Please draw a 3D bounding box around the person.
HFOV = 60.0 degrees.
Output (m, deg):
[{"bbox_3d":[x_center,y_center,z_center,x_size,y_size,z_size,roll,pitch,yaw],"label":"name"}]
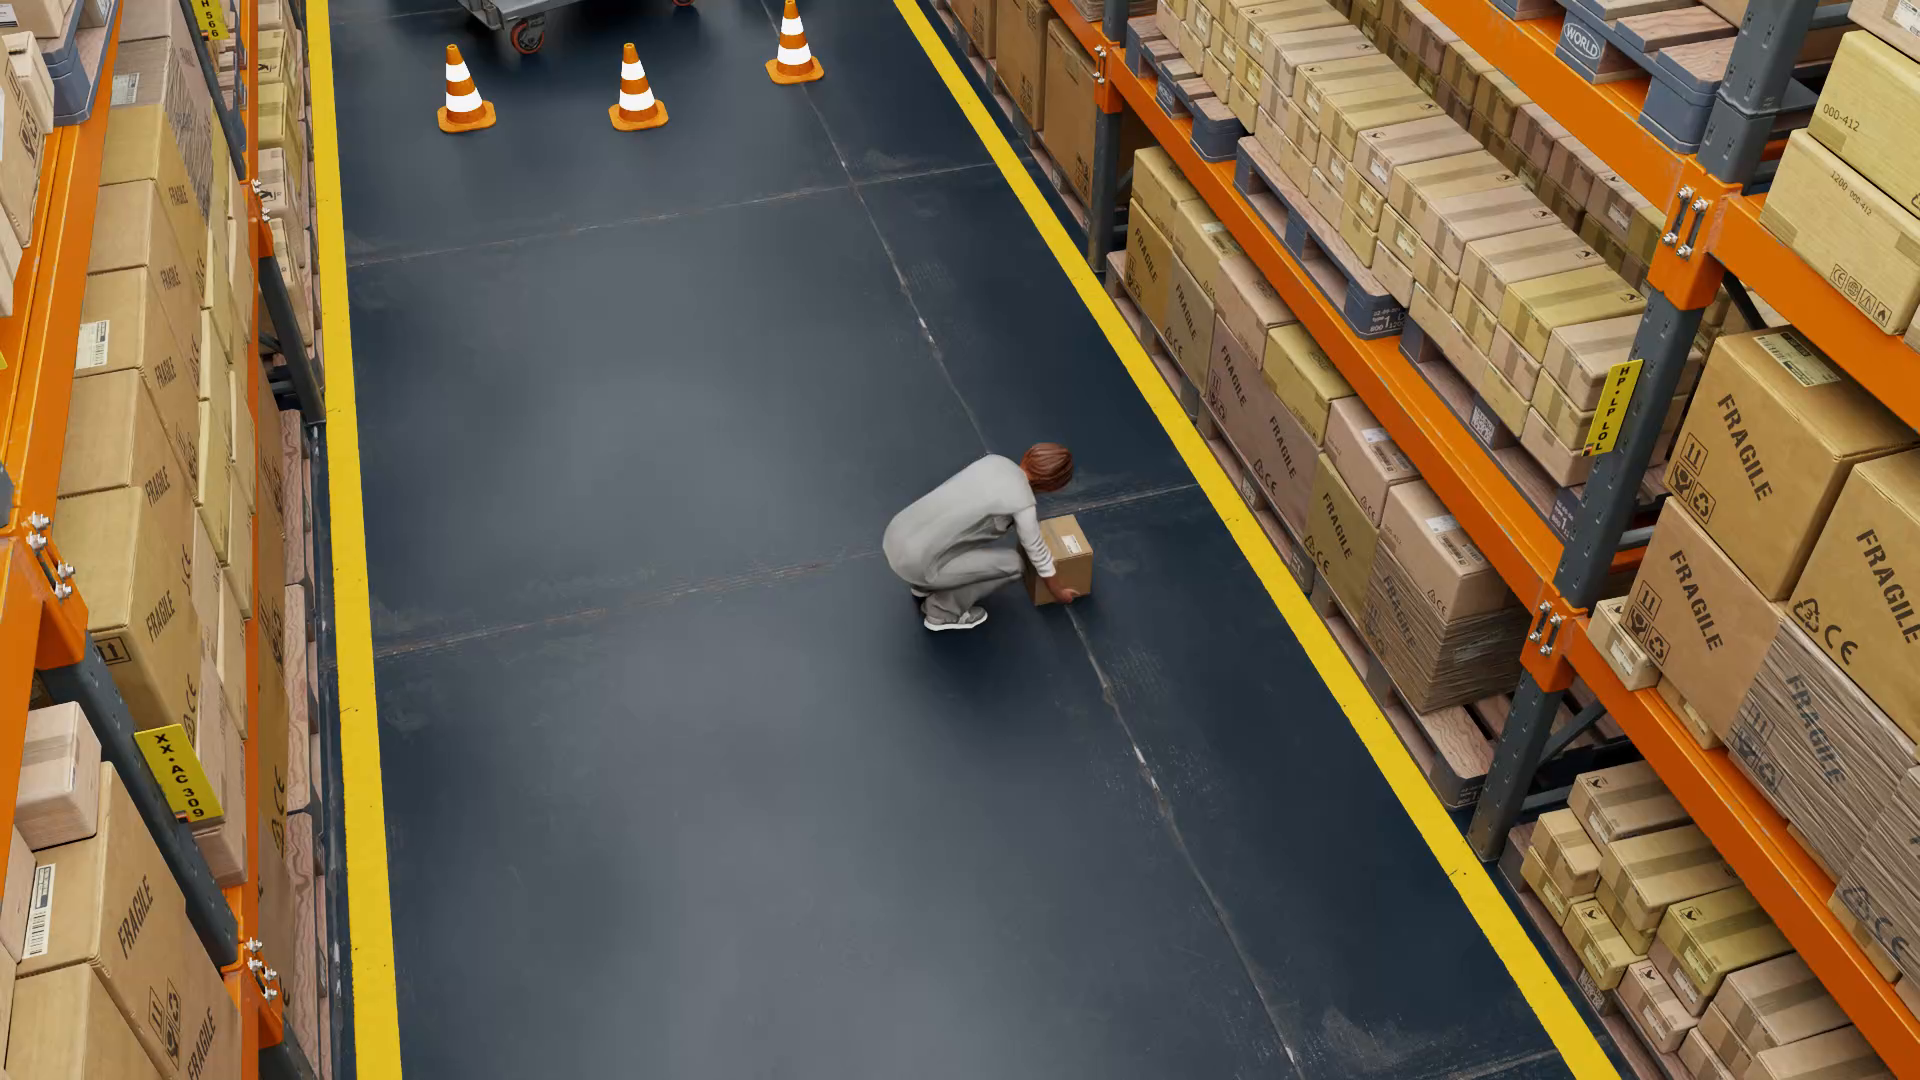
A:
[{"bbox_3d":[0.083,0.004,6.864,0.823,0.738,0.437,-12,44,-13],"label":"person"}]
